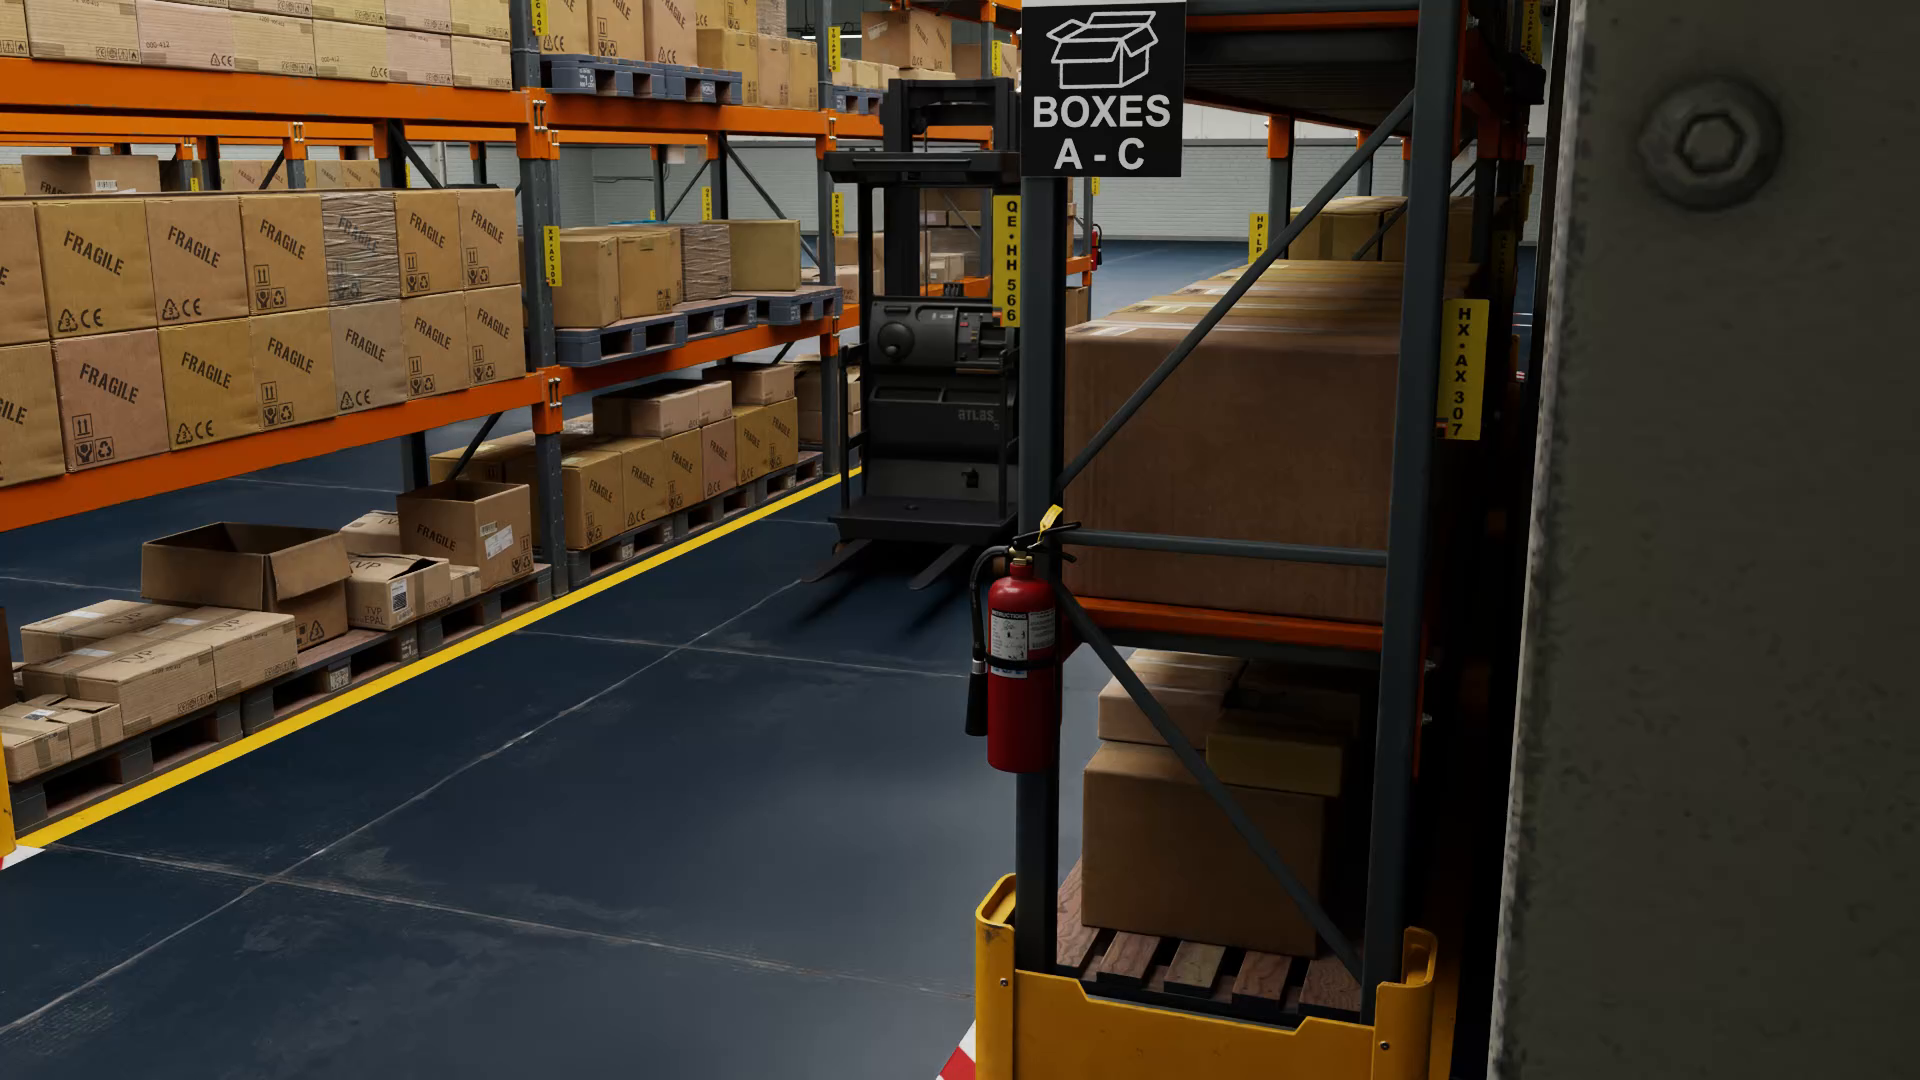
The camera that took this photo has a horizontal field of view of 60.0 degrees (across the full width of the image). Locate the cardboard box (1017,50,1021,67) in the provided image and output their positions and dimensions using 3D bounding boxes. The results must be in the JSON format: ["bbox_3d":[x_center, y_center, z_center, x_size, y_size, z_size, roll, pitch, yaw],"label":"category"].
[{"bbox_3d":[0.486,-4.981,17.839,0.797,0.503,0.637,6,14,25],"label":"cardboard box"}]

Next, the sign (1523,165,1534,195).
[{"bbox_3d":[6.335,-4.018,18.540,0.100,0.325,0.005,4,14,18],"label":"sign"}]

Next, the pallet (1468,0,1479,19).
[{"bbox_3d":[0.870,-1.551,4.501,1.003,0.211,1.213,4,14,18],"label":"pallet"}]

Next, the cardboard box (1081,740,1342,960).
[{"bbox_3d":[0.772,0.884,5.046,0.700,0.500,0.500,4,14,18],"label":"cardboard box"}]

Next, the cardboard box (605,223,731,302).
[{"bbox_3d":[-2.034,-1.949,11.619,0.700,0.500,0.500,7,15,29],"label":"cardboard box"}]

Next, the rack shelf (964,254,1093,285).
[{"bbox_3d":[0.481,-2.928,18.692,1.077,0.370,4.000,4,14,18],"label":"rack shelf"}]

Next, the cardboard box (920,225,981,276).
[{"bbox_3d":[-0.028,-3.000,17.167,0.700,0.500,0.500,4,13,17],"label":"cardboard box"}]

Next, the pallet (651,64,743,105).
[{"bbox_3d":[-2.144,-2.895,10.611,1.213,0.211,1.003,4,14,18],"label":"pallet"}]

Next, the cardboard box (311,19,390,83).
[{"bbox_3d":[-2.986,-2.230,7.615,0.500,0.250,0.500,4,14,18],"label":"cardboard box"}]

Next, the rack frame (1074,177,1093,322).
[{"bbox_3d":[1.128,-3.700,20.457,1.000,3.000,0.127,4,14,18],"label":"rack frame"}]

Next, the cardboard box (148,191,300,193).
[{"bbox_3d":[-3.506,-1.414,7.968,0.500,0.500,0.500,4,13,17],"label":"cardboard box"}]

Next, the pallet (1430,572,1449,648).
[{"bbox_3d":[2.112,0.374,8.874,1.003,0.211,1.213,4,14,18],"label":"pallet"}]

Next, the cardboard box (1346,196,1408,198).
[{"bbox_3d":[2.828,-2.145,11.024,0.500,0.250,0.500,5,14,20],"label":"cardboard box"}]

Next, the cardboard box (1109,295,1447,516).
[{"bbox_3d":[1.020,-0.383,5.253,0.980,0.700,0.700,4,14,18],"label":"cardboard box"}]

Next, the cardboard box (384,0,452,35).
[{"bbox_3d":[-2.820,-2.579,8.020,0.500,0.250,0.500,4,14,18],"label":"cardboard box"}]

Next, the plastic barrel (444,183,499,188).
[{"bbox_3d":[-5.263,-3.400,18.016,0.600,0.901,0.708,4,14,18],"label":"plastic barrel"}]

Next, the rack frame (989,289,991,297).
[{"bbox_3d":[0.463,-1.151,12.662,0.500,1.500,0.032,3,13,14],"label":"rack frame"}]

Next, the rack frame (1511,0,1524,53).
[{"bbox_3d":[3.228,-4.584,10.850,1.000,3.000,0.127,4,14,18],"label":"rack frame"}]

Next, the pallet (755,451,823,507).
[{"bbox_3d":[-1.738,-0.501,12.710,1.003,0.211,1.213,4,14,18],"label":"pallet"}]

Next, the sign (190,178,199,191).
[{"bbox_3d":[-9.012,-4.097,19.594,0.100,0.325,0.005,4,14,18],"label":"sign"}]

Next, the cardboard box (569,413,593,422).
[{"bbox_3d":[-2.373,-0.610,11.547,0.500,0.500,0.500,4,13,16],"label":"cardboard box"}]

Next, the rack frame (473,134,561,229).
[{"bbox_3d":[-4.852,-3.215,18.333,1.000,3.000,0.127,4,14,18],"label":"rack frame"}]

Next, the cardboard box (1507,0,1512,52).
[{"bbox_3d":[2.813,-3.048,9.647,0.700,0.500,0.500,5,14,21],"label":"cardboard box"}]

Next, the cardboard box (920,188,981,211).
[{"bbox_3d":[-0.028,-3.633,17.023,0.700,0.500,0.500,4,14,19],"label":"cardboard box"}]

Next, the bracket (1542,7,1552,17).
[{"bbox_3d":[15.645,-14.069,44.314,0.235,0.232,0.430,4,14,18],"label":"bracket"}]

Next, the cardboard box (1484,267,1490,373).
[{"bbox_3d":[2.321,-1.099,8.126,0.500,0.500,0.500,4,13,16],"label":"cardboard box"}]

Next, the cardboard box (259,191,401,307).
[{"bbox_3d":[-2.999,-1.370,7.778,0.500,0.500,0.500,4,14,19],"label":"cardboard box"}]

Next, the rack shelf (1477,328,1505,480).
[{"bbox_3d":[2.581,-0.888,9.753,1.077,0.370,4.000,4,14,18],"label":"rack shelf"}]

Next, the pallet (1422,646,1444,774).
[{"bbox_3d":[1.614,0.697,7.461,1.003,0.211,1.213,4,14,18],"label":"pallet"}]

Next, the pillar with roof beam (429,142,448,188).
[{"bbox_3d":[-11.558,-13.070,48.029,9.100,9.000,0.548,4,14,18],"label":"pillar with roof beam"}]

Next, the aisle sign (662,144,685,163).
[{"bbox_3d":[-3.811,-5.361,21.892,0.394,0.787,0.004,4,14,18],"label":"aisle sign"}]

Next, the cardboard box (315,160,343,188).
[{"bbox_3d":[-8.509,-4.751,21.921,0.500,0.500,0.500,4,14,18],"label":"cardboard box"}]

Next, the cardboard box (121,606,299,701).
[{"bbox_3d":[-3.281,0.491,7.288,0.500,0.250,0.500,4,14,18],"label":"cardboard box"}]

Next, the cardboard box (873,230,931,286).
[{"bbox_3d":[-0.600,-2.635,15.566,0.500,0.500,0.500,5,14,22],"label":"cardboard box"}]

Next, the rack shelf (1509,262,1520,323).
[{"bbox_3d":[5.170,-2.572,17.133,1.077,0.370,4.000,4,14,18],"label":"rack shelf"}]

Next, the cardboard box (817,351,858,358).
[{"bbox_3d":[-1.032,-1.602,15.242,0.500,0.311,0.500,5,14,20],"label":"cardboard box"}]

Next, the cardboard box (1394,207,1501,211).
[{"bbox_3d":[2.492,-1.575,8.525,0.500,0.250,0.500,5,14,19],"label":"cardboard box"}]

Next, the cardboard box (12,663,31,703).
[{"bbox_3d":[-3.890,0.625,6.888,0.380,0.166,0.250,4,14,18],"label":"cardboard box"}]

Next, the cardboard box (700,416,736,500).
[{"bbox_3d":[-1.872,-0.577,11.406,0.500,0.500,0.500,4,13,16],"label":"cardboard box"}]

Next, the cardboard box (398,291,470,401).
[{"bbox_3d":[-2.839,-0.990,8.358,0.500,0.500,0.500,5,14,20],"label":"cardboard box"}]

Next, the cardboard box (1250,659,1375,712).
[{"bbox_3d":[1.165,0.449,5.494,0.380,0.149,0.250,4,14,19],"label":"cardboard box"}]

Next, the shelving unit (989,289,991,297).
[{"bbox_3d":[0.334,-1.042,12.183,0.538,1.500,1.048,3,13,14],"label":"shelving unit"}]

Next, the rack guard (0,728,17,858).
[{"bbox_3d":[-4.024,0.872,6.045,1.175,0.500,0.348,4,14,18],"label":"rack guard"}]

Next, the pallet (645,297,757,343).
[{"bbox_3d":[-2.085,-1.512,11.303,1.003,0.211,1.213,4,14,18],"label":"pallet"}]

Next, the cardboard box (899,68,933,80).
[{"bbox_3d":[-0.549,-4.207,15.330,0.500,0.250,0.500,3,13,13],"label":"cardboard box"}]

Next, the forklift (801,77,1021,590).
[{"bbox_3d":[-0.158,-1.294,10.072,1.130,2.935,3.031,3,13,14],"label":"forklift"}]

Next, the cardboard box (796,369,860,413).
[{"bbox_3d":[-1.013,-1.242,13.664,0.500,0.311,0.500,5,14,20],"label":"cardboard box"}]

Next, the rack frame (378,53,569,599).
[{"bbox_3d":[-2.754,-1.173,9.387,1.000,3.000,0.127,4,14,18],"label":"rack frame"}]

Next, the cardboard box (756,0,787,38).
[{"bbox_3d":[-1.607,-3.923,12.220,0.500,0.500,0.500,4,14,18],"label":"cardboard box"}]

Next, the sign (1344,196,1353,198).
[{"bbox_3d":[2.712,-2.222,11.560,0.100,0.325,0.005,4,14,18],"label":"sign"}]

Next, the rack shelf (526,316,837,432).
[{"bbox_3d":[-2.107,-1.244,11.312,1.077,0.370,4.000,4,14,18],"label":"rack shelf"}]

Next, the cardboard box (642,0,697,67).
[{"bbox_3d":[-2.093,-3.320,10.657,0.600,0.600,0.600,4,13,16],"label":"cardboard box"}]

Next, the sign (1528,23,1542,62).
[{"bbox_3d":[5.049,-4.369,14.601,0.100,0.325,0.005,4,14,18],"label":"sign"}]
